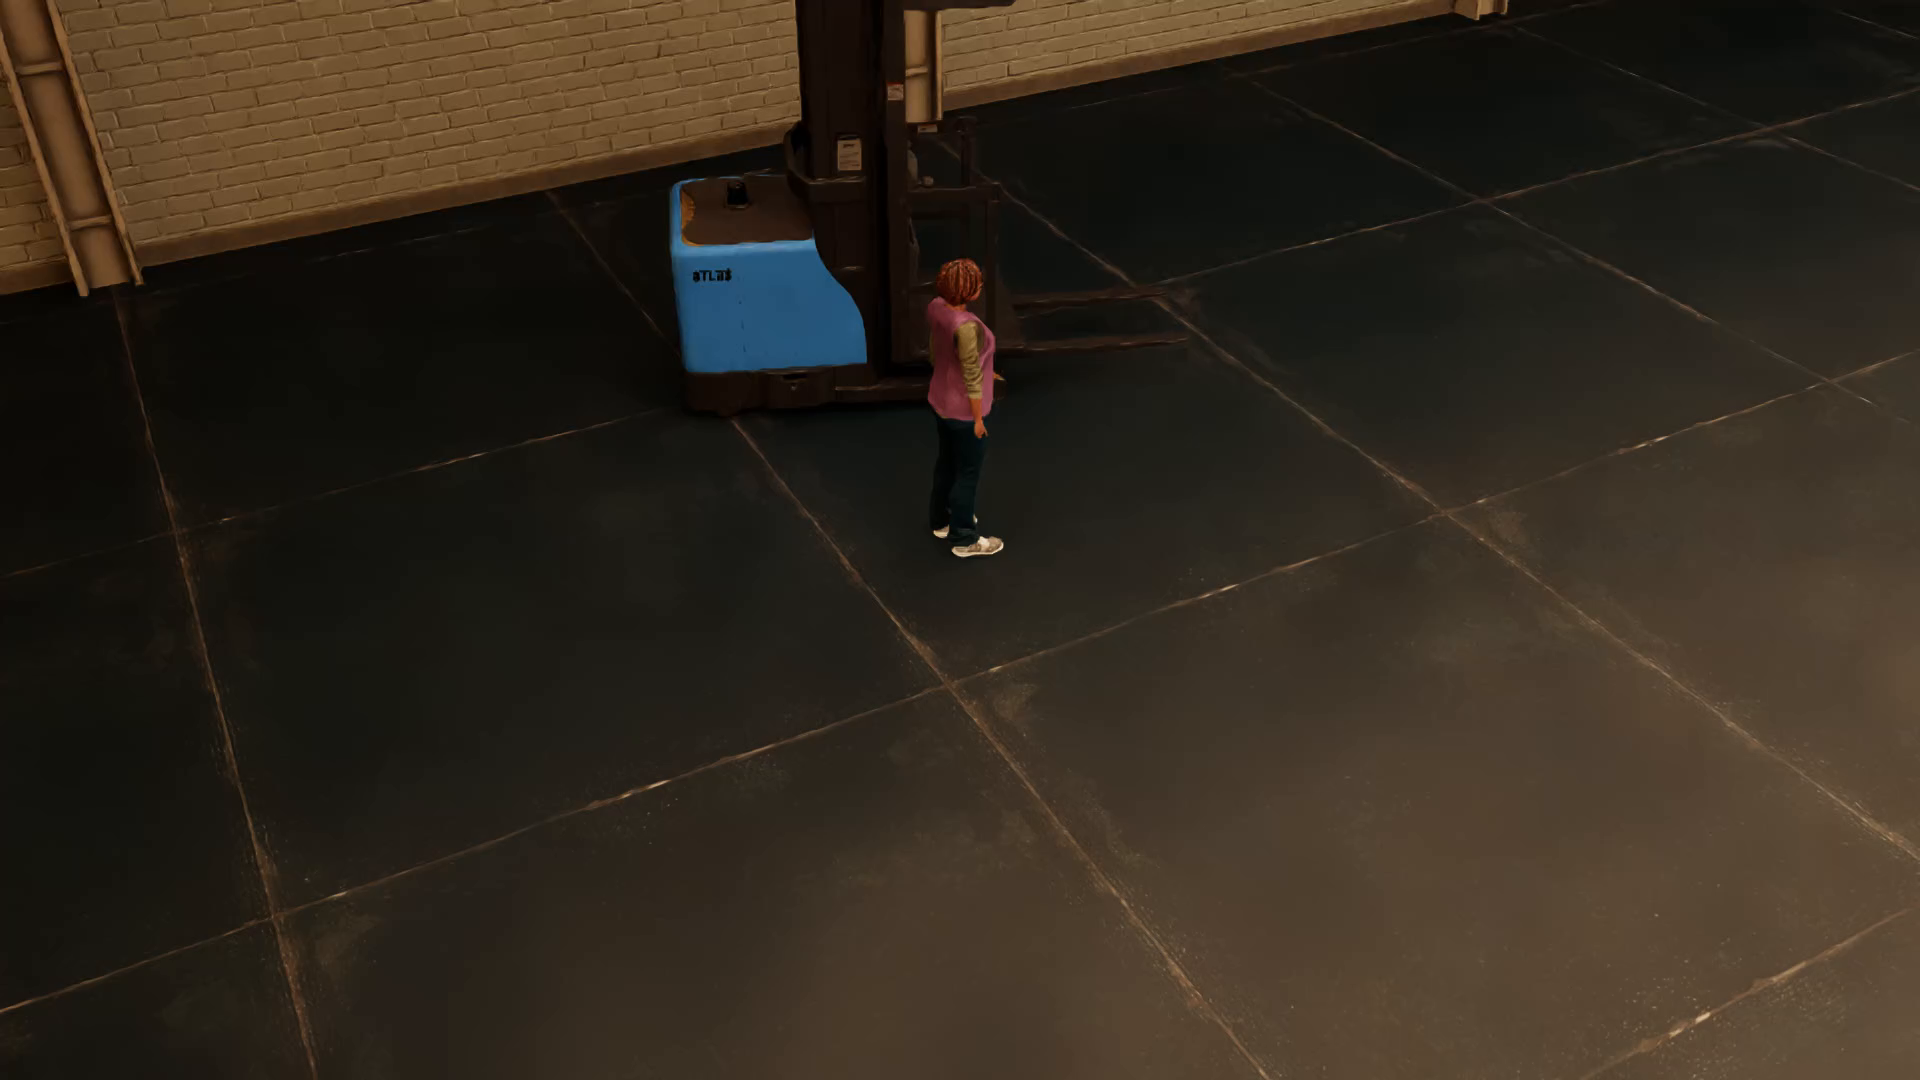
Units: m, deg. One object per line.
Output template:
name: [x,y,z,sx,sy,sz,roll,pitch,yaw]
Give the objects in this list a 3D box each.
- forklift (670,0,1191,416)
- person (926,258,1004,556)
forklift: [-0.159,-2.295,9.370,3.031,2.935,1.130,-5,36,-7]
person: [0.008,-0.657,8.204,0.311,1.604,0.405,-17,39,-23]
